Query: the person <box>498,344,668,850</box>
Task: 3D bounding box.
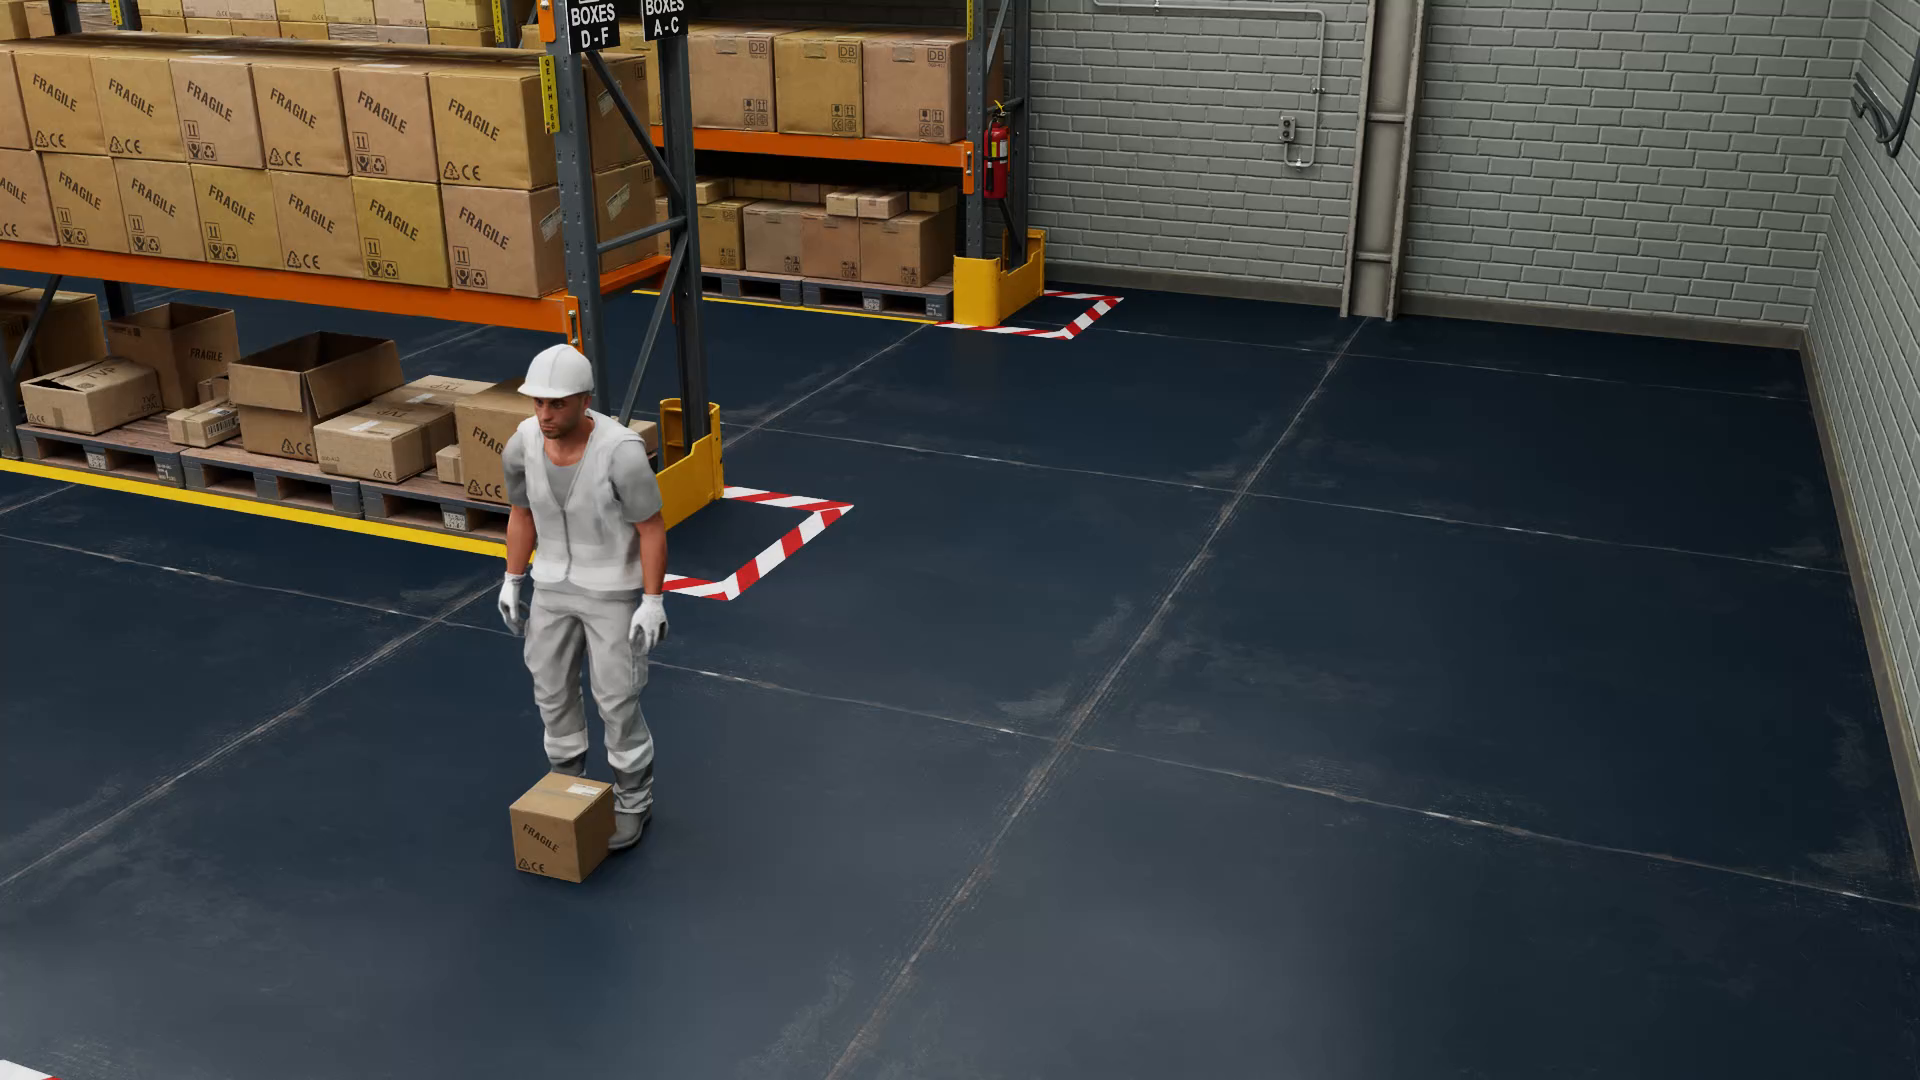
[{"bbox_3d":[-1.263,0.194,5.591,0.620,1.780,0.446,7,23,17],"label":"person"}]
